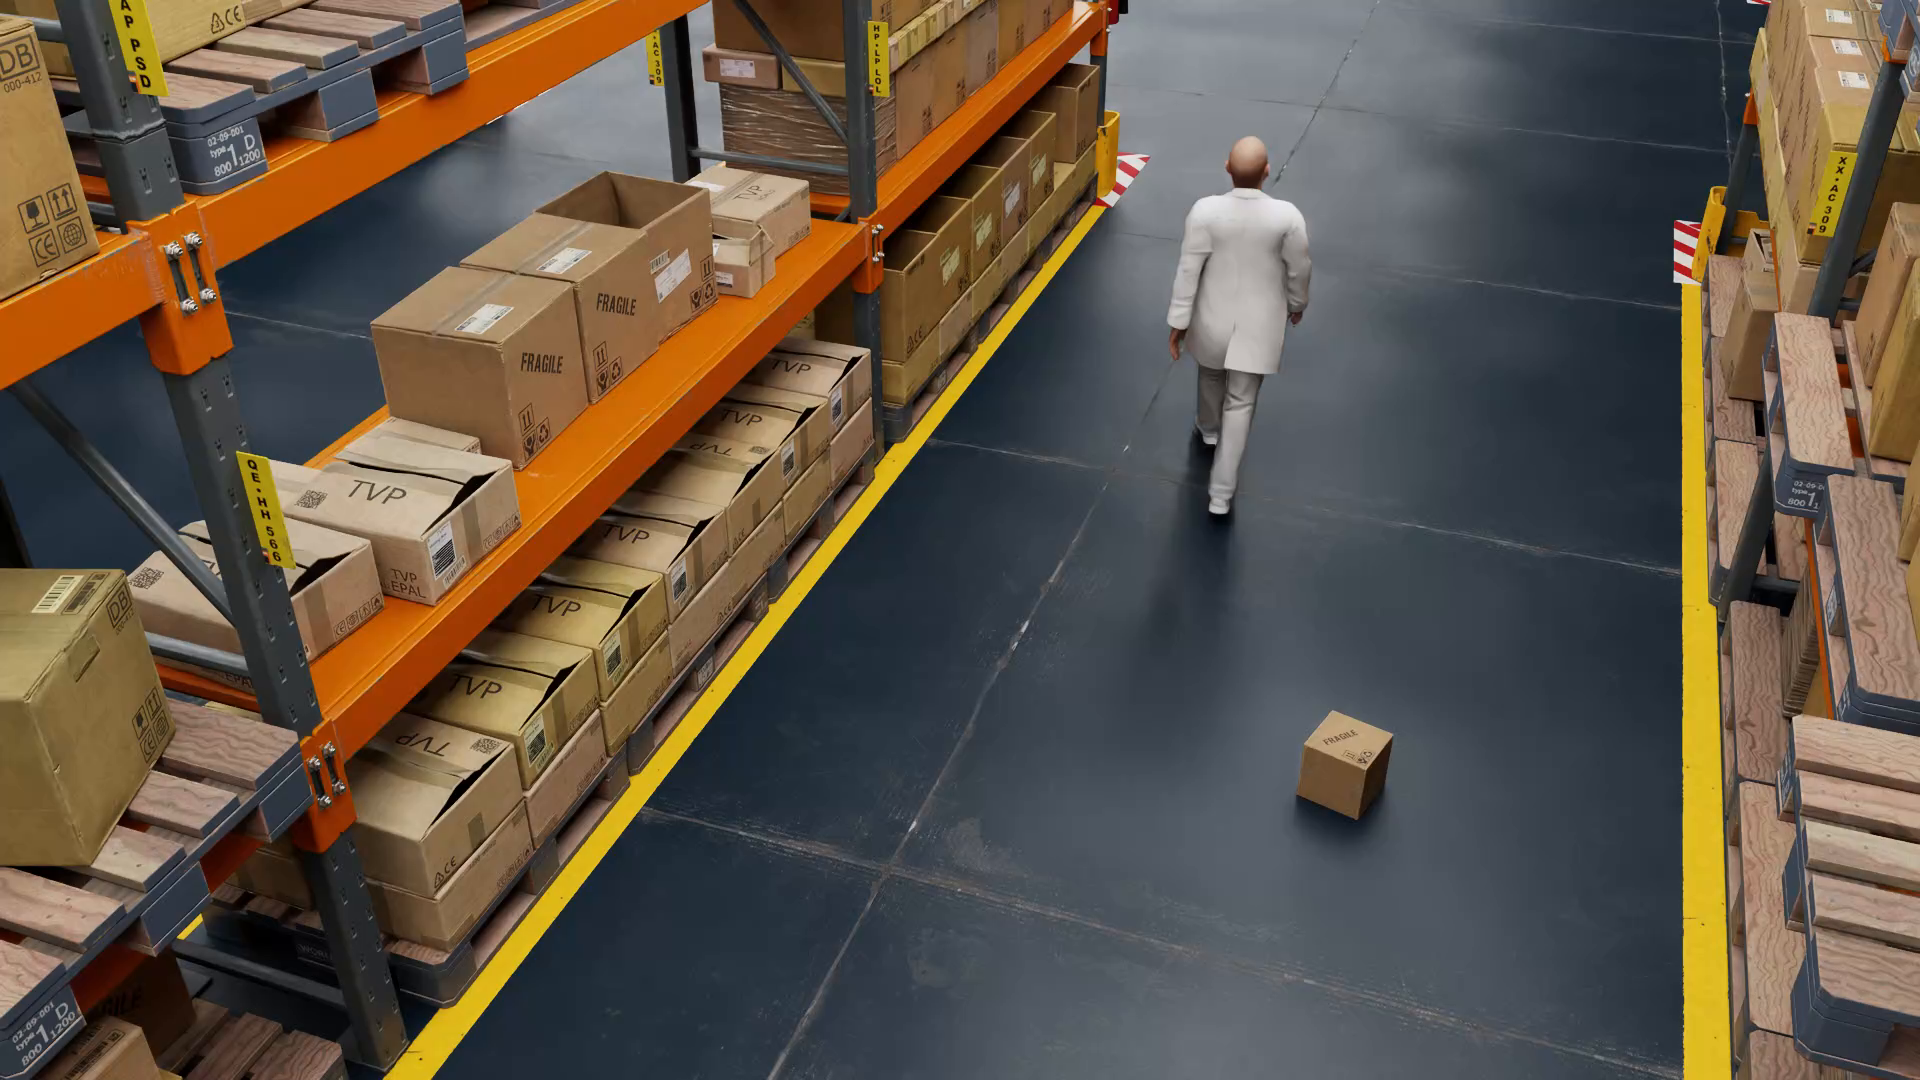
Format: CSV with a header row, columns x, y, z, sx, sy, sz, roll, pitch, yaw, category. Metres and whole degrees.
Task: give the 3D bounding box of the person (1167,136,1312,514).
x,y,z,sx,sy,sz,roll,pitch,yaw,category
1.325,-1.090,7.815,0.604,1.728,1.046,8,34,13,person
